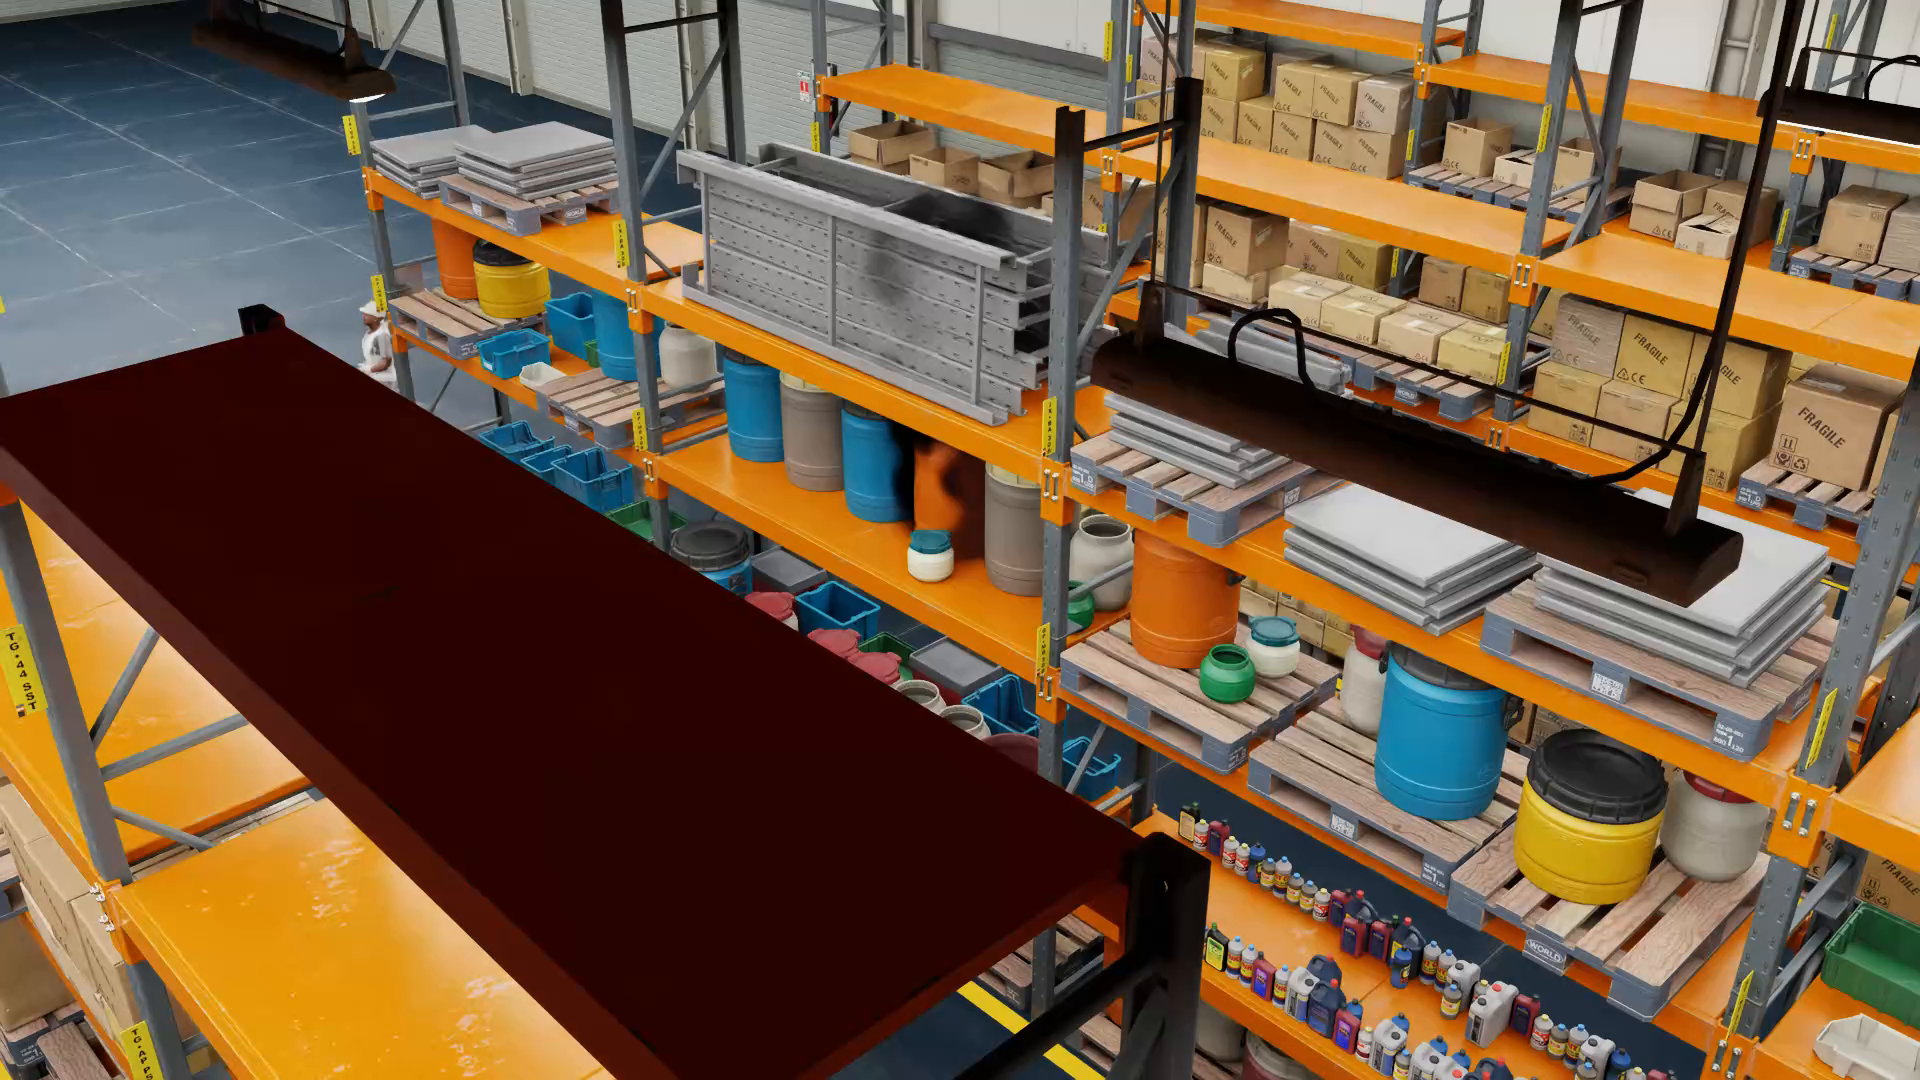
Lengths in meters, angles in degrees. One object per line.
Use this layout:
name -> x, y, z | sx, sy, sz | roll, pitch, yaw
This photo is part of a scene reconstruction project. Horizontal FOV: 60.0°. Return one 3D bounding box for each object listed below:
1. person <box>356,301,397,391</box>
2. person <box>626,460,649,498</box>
person -> -6.415, -1.819, 18.415 | 0.592, 1.734, 0.683 | -12, 31, -22
person -> -3.217, -0.900, 16.705 | 0.667, 1.754, 0.695 | 16, 32, 27
